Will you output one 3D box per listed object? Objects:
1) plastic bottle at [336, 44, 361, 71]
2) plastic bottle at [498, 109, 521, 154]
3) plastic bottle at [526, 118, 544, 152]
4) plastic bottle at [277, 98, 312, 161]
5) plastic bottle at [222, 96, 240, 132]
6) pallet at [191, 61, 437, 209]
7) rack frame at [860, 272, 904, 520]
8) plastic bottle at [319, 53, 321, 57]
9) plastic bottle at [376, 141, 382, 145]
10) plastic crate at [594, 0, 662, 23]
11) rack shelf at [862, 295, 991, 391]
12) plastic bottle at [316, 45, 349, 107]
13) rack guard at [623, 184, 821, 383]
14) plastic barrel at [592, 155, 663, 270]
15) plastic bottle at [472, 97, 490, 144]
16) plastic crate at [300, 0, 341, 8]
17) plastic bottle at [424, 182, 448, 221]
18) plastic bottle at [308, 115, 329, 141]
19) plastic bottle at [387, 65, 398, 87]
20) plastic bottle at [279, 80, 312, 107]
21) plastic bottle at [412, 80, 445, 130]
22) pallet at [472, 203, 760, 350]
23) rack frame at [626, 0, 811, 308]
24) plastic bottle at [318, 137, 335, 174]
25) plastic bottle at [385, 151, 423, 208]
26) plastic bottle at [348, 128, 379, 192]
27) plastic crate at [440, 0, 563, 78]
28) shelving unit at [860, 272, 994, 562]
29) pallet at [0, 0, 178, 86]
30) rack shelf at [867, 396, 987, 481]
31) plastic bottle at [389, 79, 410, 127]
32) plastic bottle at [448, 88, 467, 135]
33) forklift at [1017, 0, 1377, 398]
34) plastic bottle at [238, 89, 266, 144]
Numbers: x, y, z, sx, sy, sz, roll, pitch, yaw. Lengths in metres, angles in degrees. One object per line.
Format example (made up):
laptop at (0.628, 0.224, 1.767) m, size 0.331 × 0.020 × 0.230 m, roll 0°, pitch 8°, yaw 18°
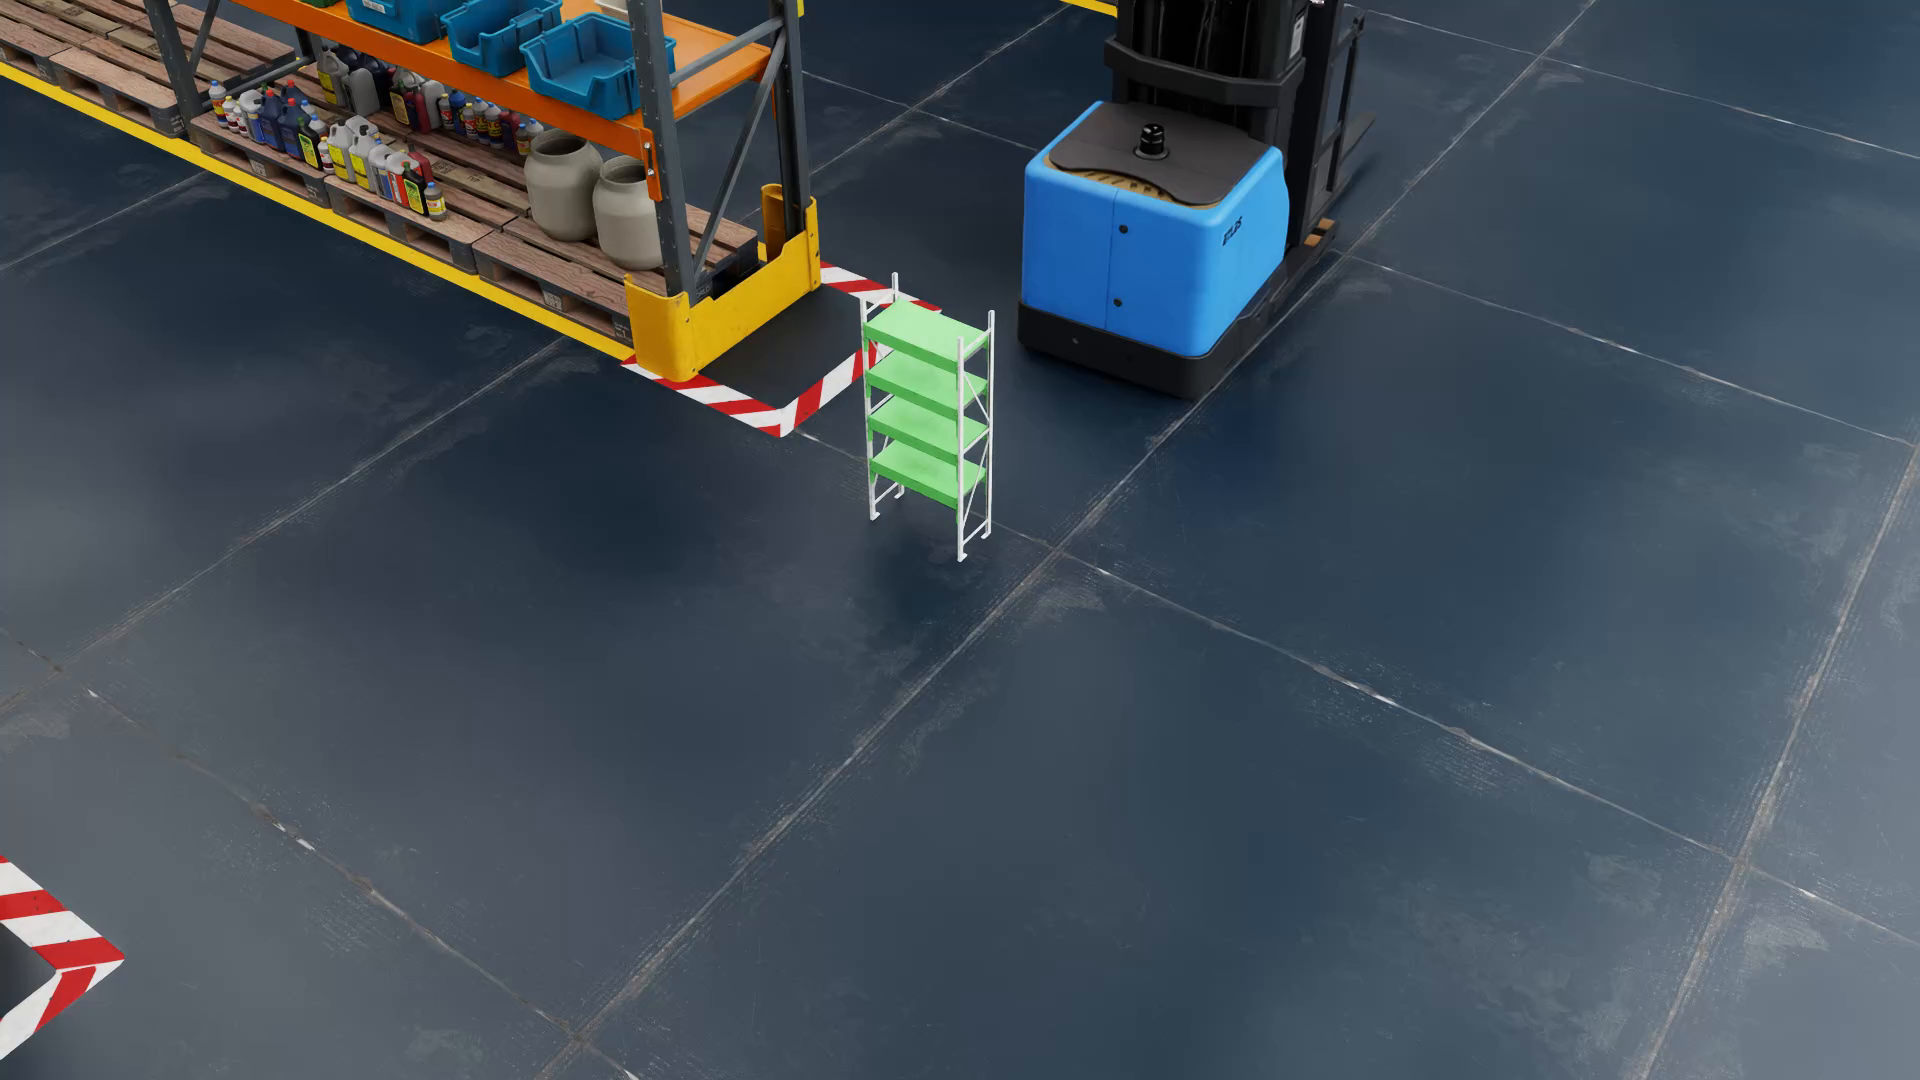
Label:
plastic bottle at (-3.699, -2.894, 10.140) m, size 0.185 × 0.351 × 0.144 m, roll 24°, pitch 47°, yaw 24°
plastic bottle at (-2.598, -2.388, 9.625) m, size 0.133 × 0.283 × 0.061 m, roll 26°, pitch 48°, yaw 26°
plastic bottle at (-2.423, -2.287, 9.521) m, size 0.097 × 0.271 × 0.097 m, roll 0°, pitch 42°, yaw 0°
plastic bottle at (-3.815, -2.376, 9.560) m, size 0.185 × 0.351 × 0.144 m, roll 23°, pitch 47°, yaw 24°
plastic bottle at (-4.300, -2.528, 9.842) m, size 0.097 × 0.201 × 0.097 m, roll 0°, pitch 42°, yaw 0°
pallet at (-3.866, -2.488, 10.120) m, size 1.213 × 0.211 × 1.003 m, roll 25°, pitch 48°, yaw 25°
rack frame at (-0.335, -0.604, 7.273) m, size 0.015 × 1.200 × 0.240 m, roll 25°, pitch 48°, yaw 25°
plastic bottle at (-3.916, -2.959, 10.324) m, size 0.097 × 0.201 × 0.097 m, roll 0°, pitch 42°, yaw 0°
plastic bottle at (-3.281, -2.169, 9.441) m, size 0.097 × 0.201 × 0.097 m, roll 0°, pitch 42°, yaw 0°
plastic crate at (-1.665, -2.695, 8.459) m, size 0.250 × 0.136 × 0.298 m, roll 25°, pitch 48°, yaw 25°
rack shelf at (-0.136, -0.821, 6.892) m, size 0.480 × 0.148 × 0.258 m, roll 25°, pitch 48°, yaw 25°
plastic bottle at (-3.782, -2.816, 10.052) m, size 0.185 × 0.351 × 0.144 m, roll 25°, pitch 48°, yaw 25°
rack guard at (-1.207, -1.347, 8.629) m, size 0.348 × 0.500 × 1.175 m, roll 25°, pitch 48°, yaw 25°
plastic barrel at (-1.700, -1.715, 8.716) m, size 0.421 × 0.512 × 0.421 m, roll 0°, pitch 42°, yaw 0°
plastic bottle at (-2.785, -2.456, 9.710) m, size 0.097 × 0.271 × 0.097 m, roll 0°, pitch 42°, yaw 0°
plastic crate at (-3.443, -3.054, 8.821) m, size 0.662 × 0.188 × 0.450 m, roll 25°, pitch 48°, yaw 25°
plastic bottle at (-2.873, -1.860, 9.096) m, size 0.097 × 0.201 × 0.097 m, roll 0°, pitch 42°, yaw 0°
plastic bottle at (-3.673, -2.310, 9.547) m, size 0.097 × 0.271 × 0.097 m, roll 0°, pitch 42°, yaw 0°
plastic bottle at (-3.385, -2.756, 10.036) m, size 0.133 × 0.283 × 0.061 m, roll 28°, pitch 49°, yaw 28°
plastic bottle at (-3.887, -2.527, 9.729) m, size 0.185 × 0.351 × 0.144 m, roll 25°, pitch 48°, yaw 25°
plastic bottle at (-3.147, -2.605, 9.873) m, size 0.135 × 0.276 × 0.152 m, roll 26°, pitch 48°, yaw 26°
pallet at (-1.869, -1.553, 9.076) m, size 1.213 × 0.211 × 1.003 m, roll 25°, pitch 48°, yaw 25°
rack frame at (-1.117, -2.275, 7.792) m, size 0.127 × 3.000 × 1.000 m, roll 25°, pitch 48°, yaw 25°
plastic bottle at (-3.597, -2.199, 9.475) m, size 0.097 × 0.201 × 0.097 m, roll 0°, pitch 42°, yaw 0°
plastic bottle at (-3.063, -1.999, 9.196) m, size 0.135 × 0.276 × 0.152 m, roll 25°, pitch 48°, yaw 26°
plastic bottle at (-3.315, -2.142, 9.299) m, size 0.185 × 0.351 × 0.144 m, roll 27°, pitch 48°, yaw 27°
plastic crate at (-2.227, -2.500, 8.154) m, size 0.408 × 0.251 × 0.499 m, roll 25°, pitch 48°, yaw 25°
shelving unit at (-0.136, -0.511, 7.169) m, size 0.503 × 1.200 × 0.258 m, roll 25°, pitch 48°, yaw 25°
pallet at (-6.060, -3.514, 11.267) m, size 1.213 × 0.211 × 1.003 m, roll 25°, pitch 48°, yaw 25°
rack shelf at (-0.136, -0.463, 7.212) m, size 0.480 × 0.148 × 0.258 m, roll 25°, pitch 48°, yaw 25°
plastic bottle at (-3.316, -2.606, 9.869) m, size 0.133 × 0.283 × 0.061 m, roll 25°, pitch 48°, yaw 25°
plastic bottle at (-2.951, -2.534, 9.797) m, size 0.097 × 0.271 × 0.097 m, roll 0°, pitch 42°, yaw 0°
forklift at (1.471, -2.757, 8.381) m, size 1.130 × 2.935 × 3.031 m, roll 21°, pitch 46°, yaw 22°
plastic bottle at (-4.103, -2.486, 9.739) m, size 0.135 × 0.276 × 0.152 m, roll 27°, pitch 48°, yaw 27°
